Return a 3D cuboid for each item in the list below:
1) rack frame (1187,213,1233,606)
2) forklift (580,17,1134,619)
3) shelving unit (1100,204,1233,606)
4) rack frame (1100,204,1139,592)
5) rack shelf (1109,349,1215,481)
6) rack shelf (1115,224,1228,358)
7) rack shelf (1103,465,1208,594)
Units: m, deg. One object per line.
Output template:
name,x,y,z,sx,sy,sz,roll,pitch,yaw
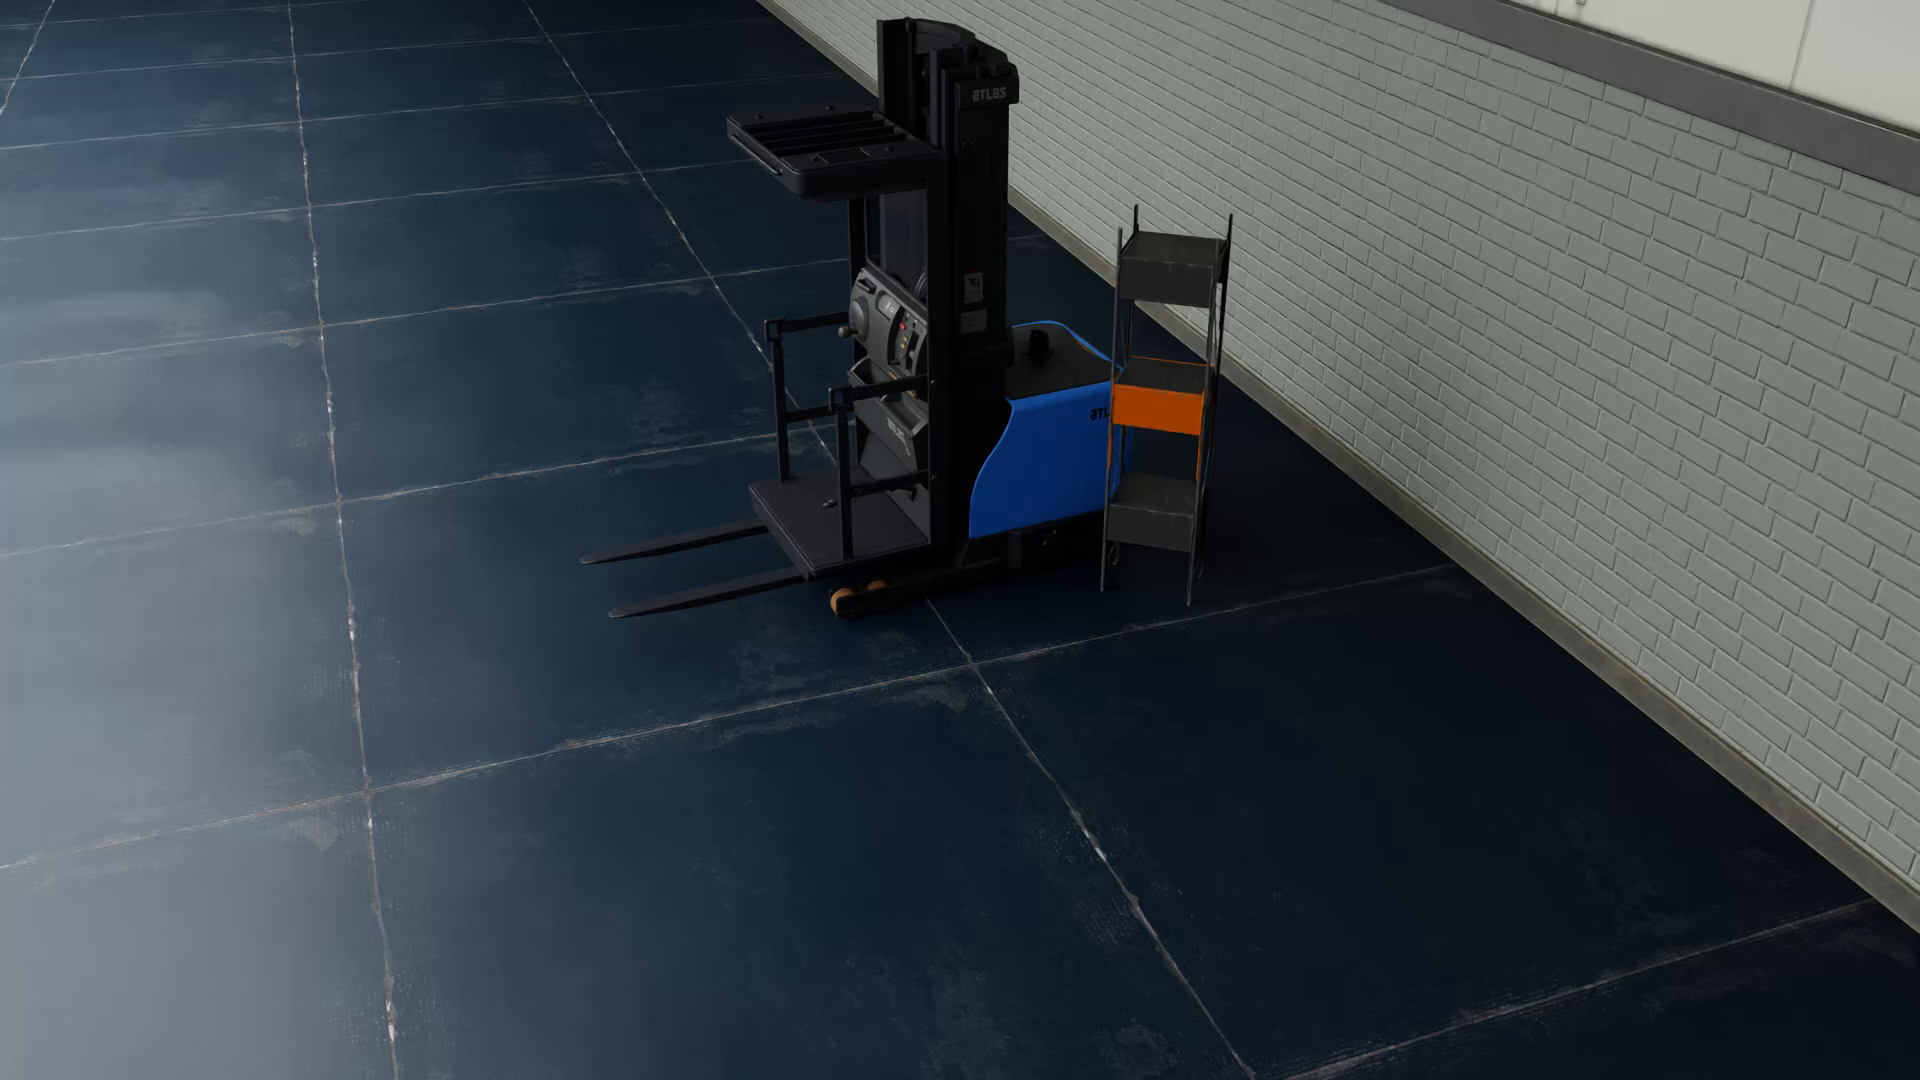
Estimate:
rack frame,1.314,-0.644,8.758,0.015,2.100,0.400,9,31,15
forklift,-0.569,-1.143,8.796,3.031,2.935,1.130,-13,32,-21
shelving unit,1.081,-0.680,8.823,0.503,2.100,0.431,9,31,15
rack frame,0.849,-0.717,8.888,0.015,2.100,0.400,9,31,15
rack shelf,1.081,-0.669,8.830,0.480,0.518,0.431,9,31,15
rack shelf,1.081,-1.277,8.484,0.480,0.518,0.431,9,31,15
rack shelf,1.081,-0.060,9.177,0.480,0.518,0.431,9,31,15
